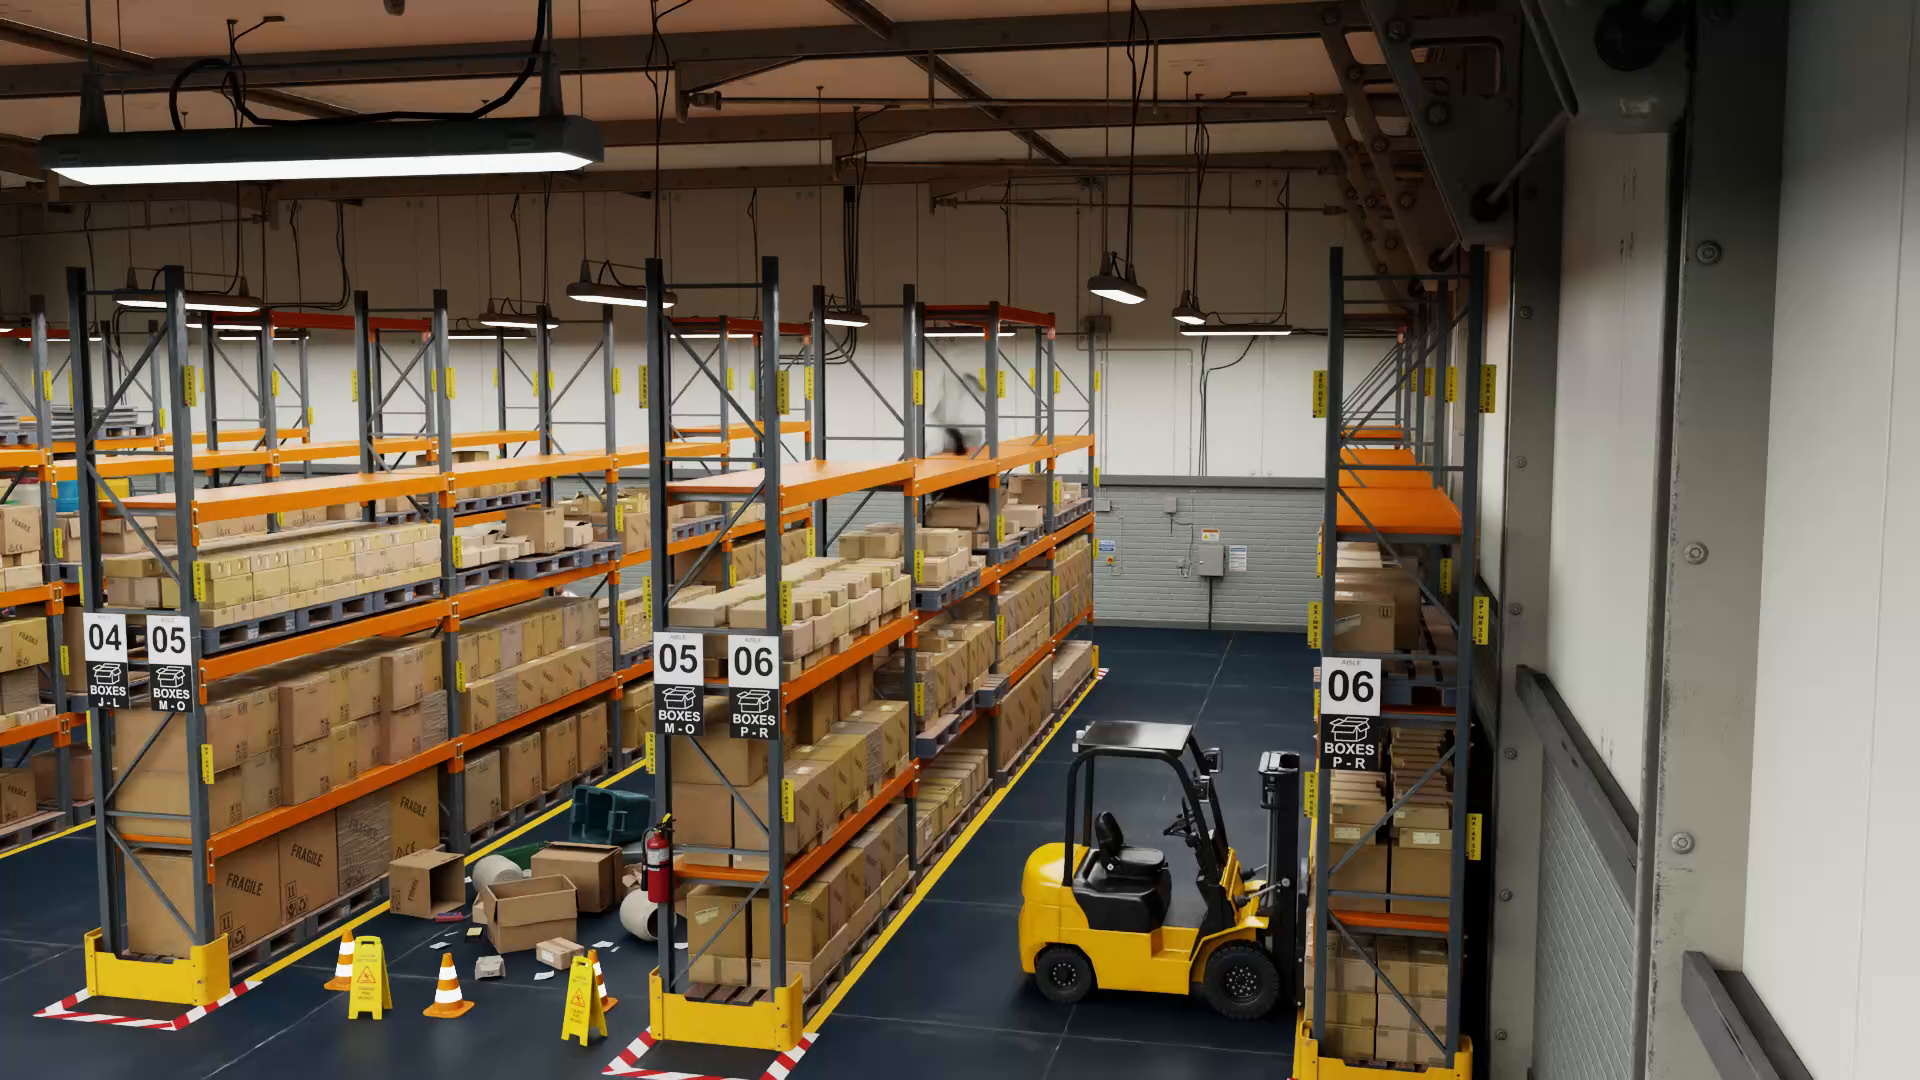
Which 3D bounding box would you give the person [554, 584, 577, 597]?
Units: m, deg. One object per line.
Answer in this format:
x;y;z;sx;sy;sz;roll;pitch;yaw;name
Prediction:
-6.693;1.471;27.949;0.648;1.778;0.929;1;6;6;person
